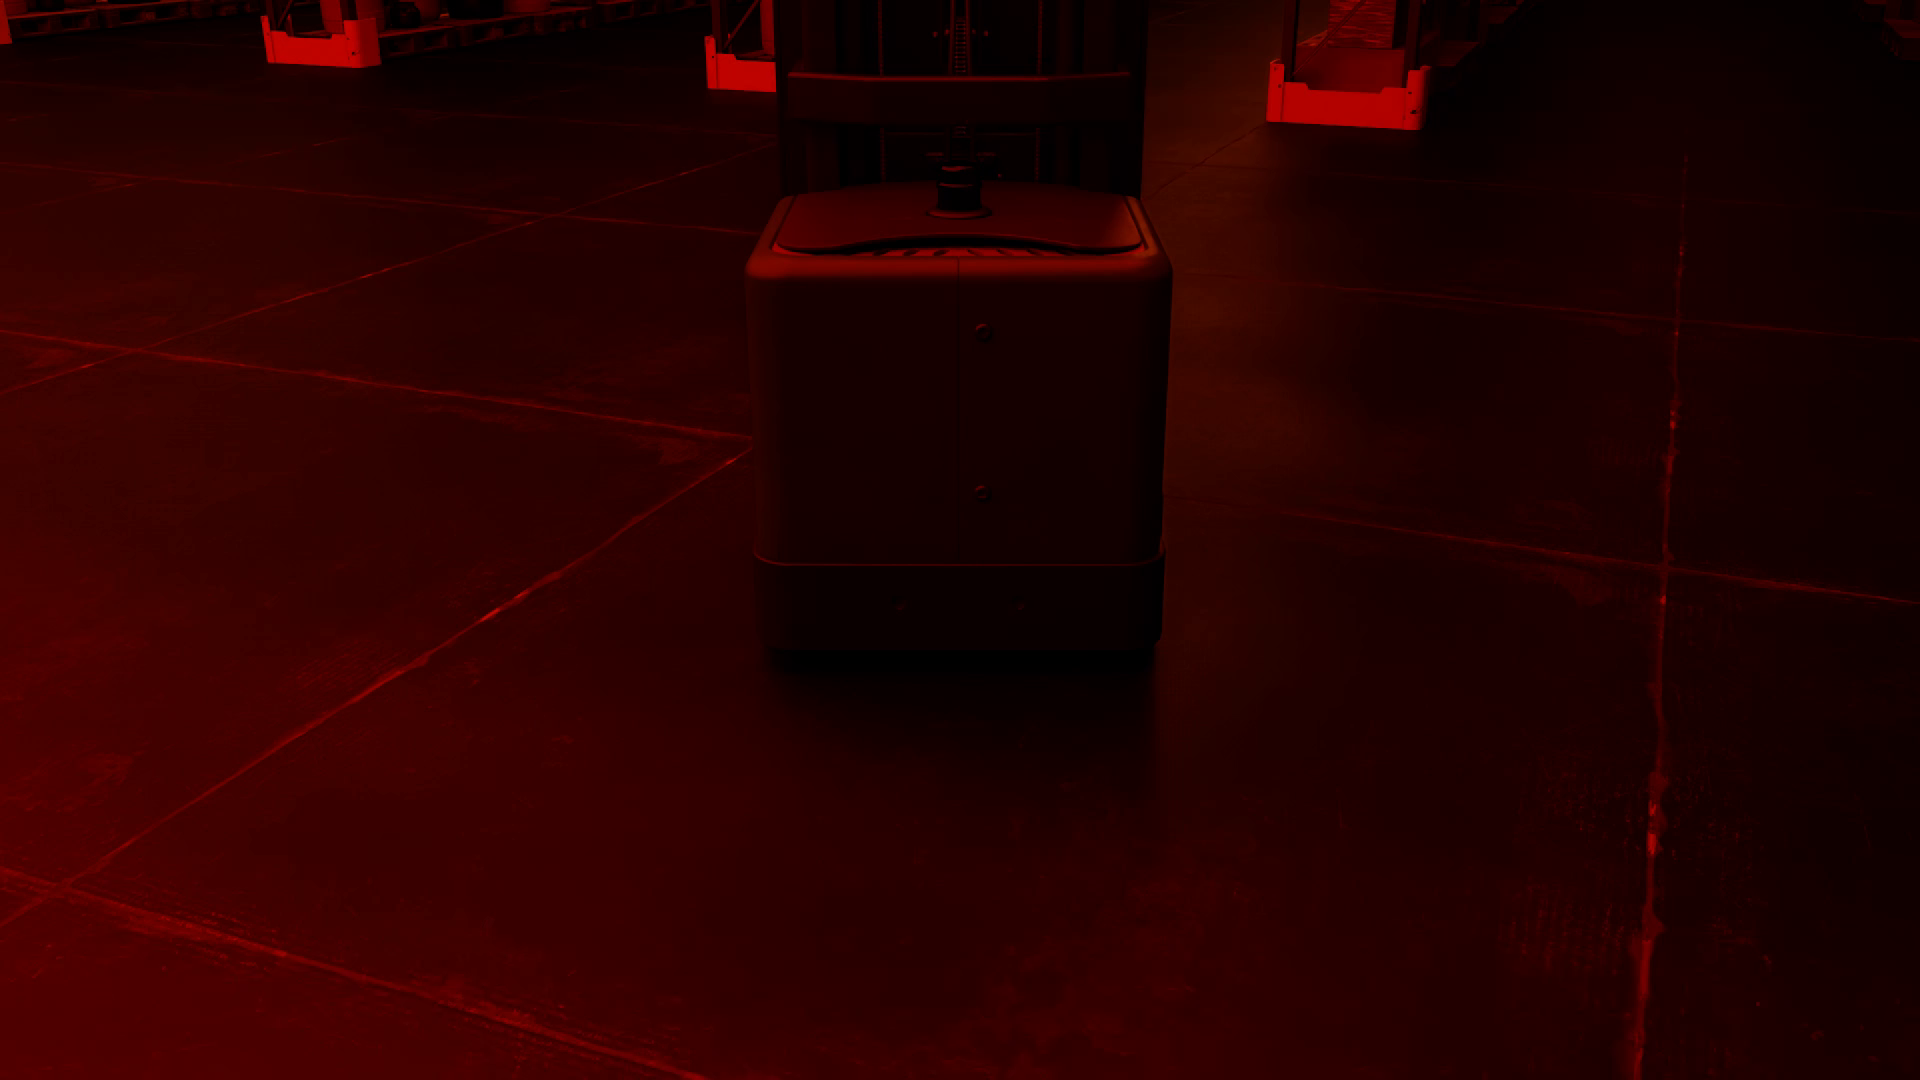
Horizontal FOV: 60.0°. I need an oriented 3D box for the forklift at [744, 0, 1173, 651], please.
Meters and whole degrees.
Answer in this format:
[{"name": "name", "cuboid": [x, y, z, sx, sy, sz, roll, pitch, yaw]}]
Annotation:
[{"name": "forklift", "cuboid": [0.002, -1.587, 5.089, 1.130, 2.935, 3.031, 0, 23, 0]}]
